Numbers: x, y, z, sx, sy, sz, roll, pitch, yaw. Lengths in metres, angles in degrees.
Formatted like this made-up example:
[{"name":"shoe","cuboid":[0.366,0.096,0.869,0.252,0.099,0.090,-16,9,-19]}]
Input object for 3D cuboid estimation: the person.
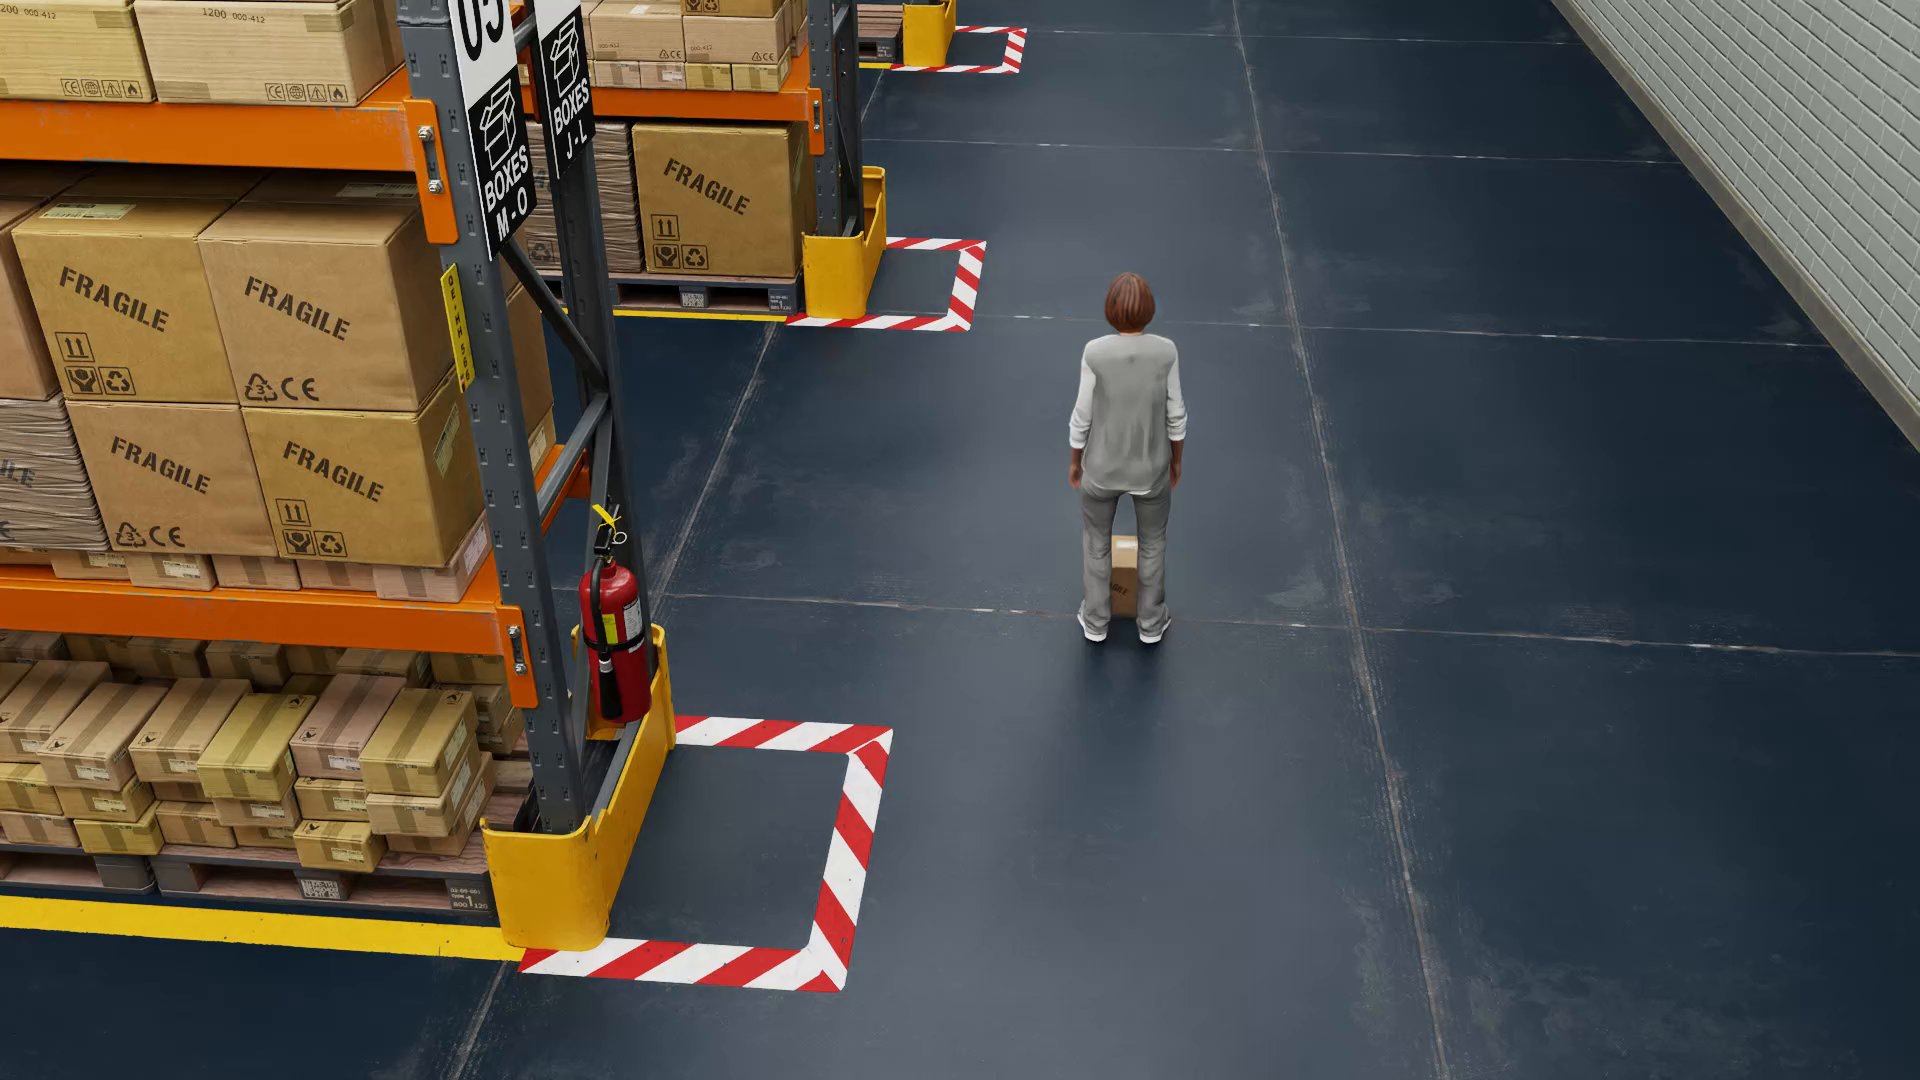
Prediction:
[{"name":"person","cuboid":[0.659,-0.284,6.596,0.469,1.590,0.348,1,32,2]}]
